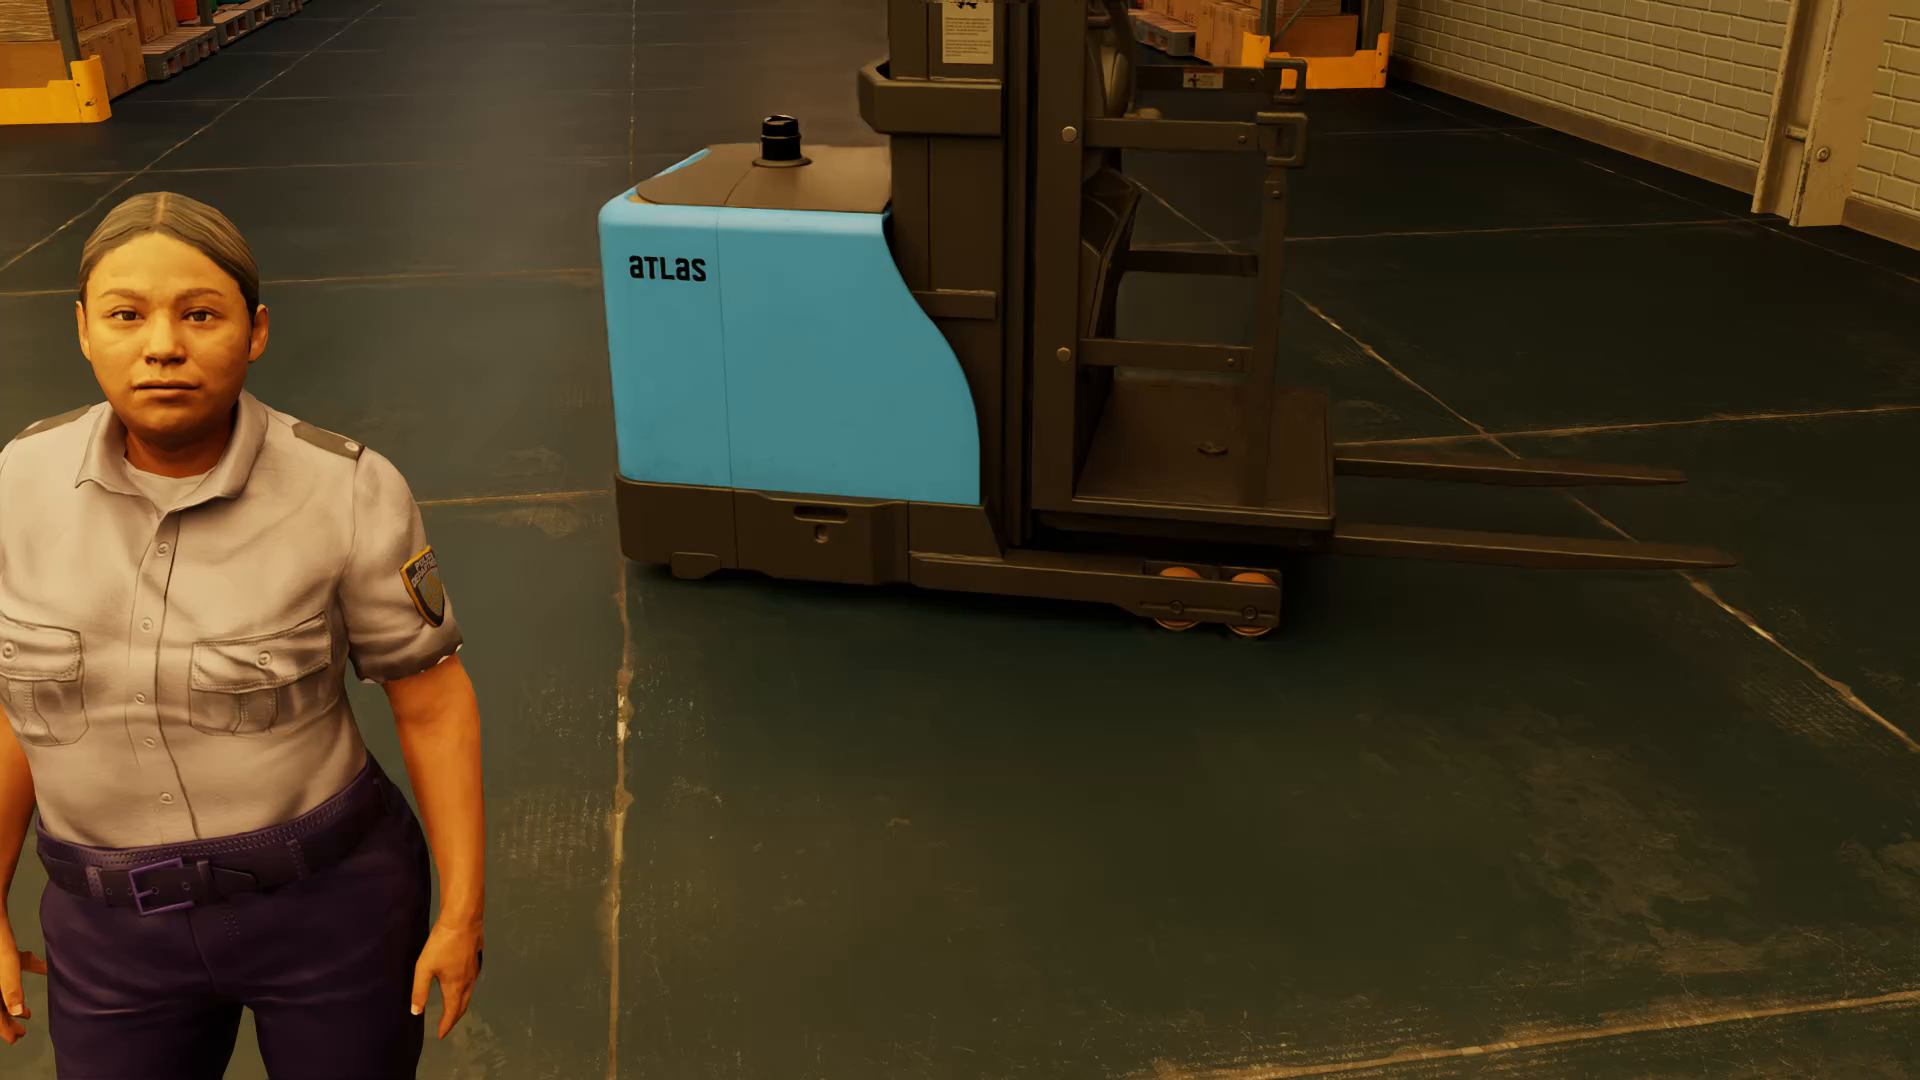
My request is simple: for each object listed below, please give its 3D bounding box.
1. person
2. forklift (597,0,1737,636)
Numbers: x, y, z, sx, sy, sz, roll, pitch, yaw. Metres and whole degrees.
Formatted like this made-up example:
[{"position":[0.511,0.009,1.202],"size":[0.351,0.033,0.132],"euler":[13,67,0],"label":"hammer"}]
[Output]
[{"position":[-0.828,0.475,1.826],"size":[0.598,1.651,0.502],"euler":[-3,23,-6],"label":"person"},{"position":[0.591,-1.318,4.381],"size":[3.031,2.935,1.130],"euler":[4,24,10],"label":"forklift"}]
